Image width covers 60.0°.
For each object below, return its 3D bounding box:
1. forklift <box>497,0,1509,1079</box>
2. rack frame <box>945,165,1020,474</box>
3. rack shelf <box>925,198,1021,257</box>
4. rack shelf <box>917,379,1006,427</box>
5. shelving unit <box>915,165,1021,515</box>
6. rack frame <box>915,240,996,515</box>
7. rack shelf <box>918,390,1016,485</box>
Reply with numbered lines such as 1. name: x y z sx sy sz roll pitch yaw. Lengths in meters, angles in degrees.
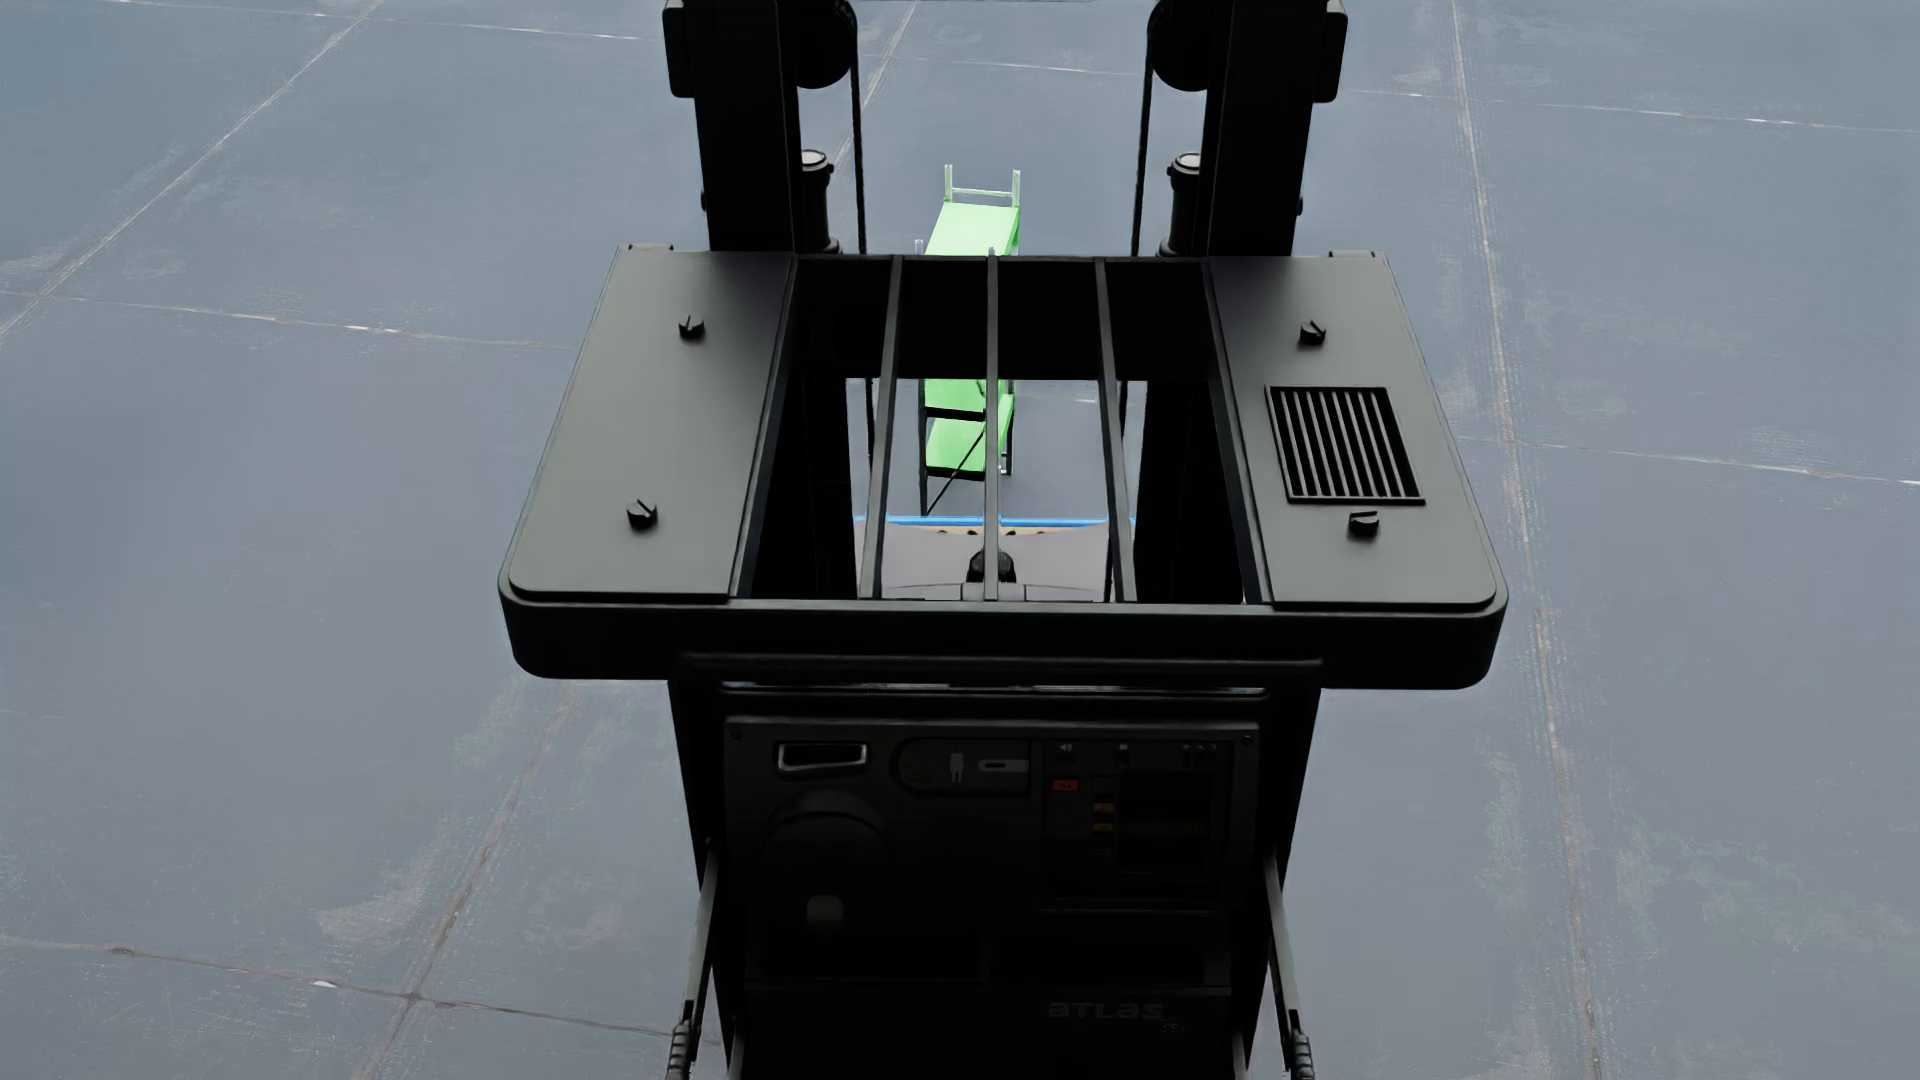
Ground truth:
1. forklift: 0.052 0.573 2.757 1.130 2.935 3.031 1 40 1
2. rack frame: 0.071 -0.719 5.679 0.240 1.200 0.015 6 40 8
3. rack shelf: 0.029 -0.887 5.228 0.258 0.148 0.480 6 40 8
4. rack shelf: 0.029 -0.517 5.534 0.258 0.148 0.480 6 40 8
5. shelving unit: 0.029 -0.566 5.493 0.258 1.200 0.503 6 40 8
6. rack frame: -0.014 -0.413 5.308 0.240 1.200 0.015 6 40 8
7. rack shelf: 0.029 -0.332 5.687 0.258 0.148 0.480 6 40 8
